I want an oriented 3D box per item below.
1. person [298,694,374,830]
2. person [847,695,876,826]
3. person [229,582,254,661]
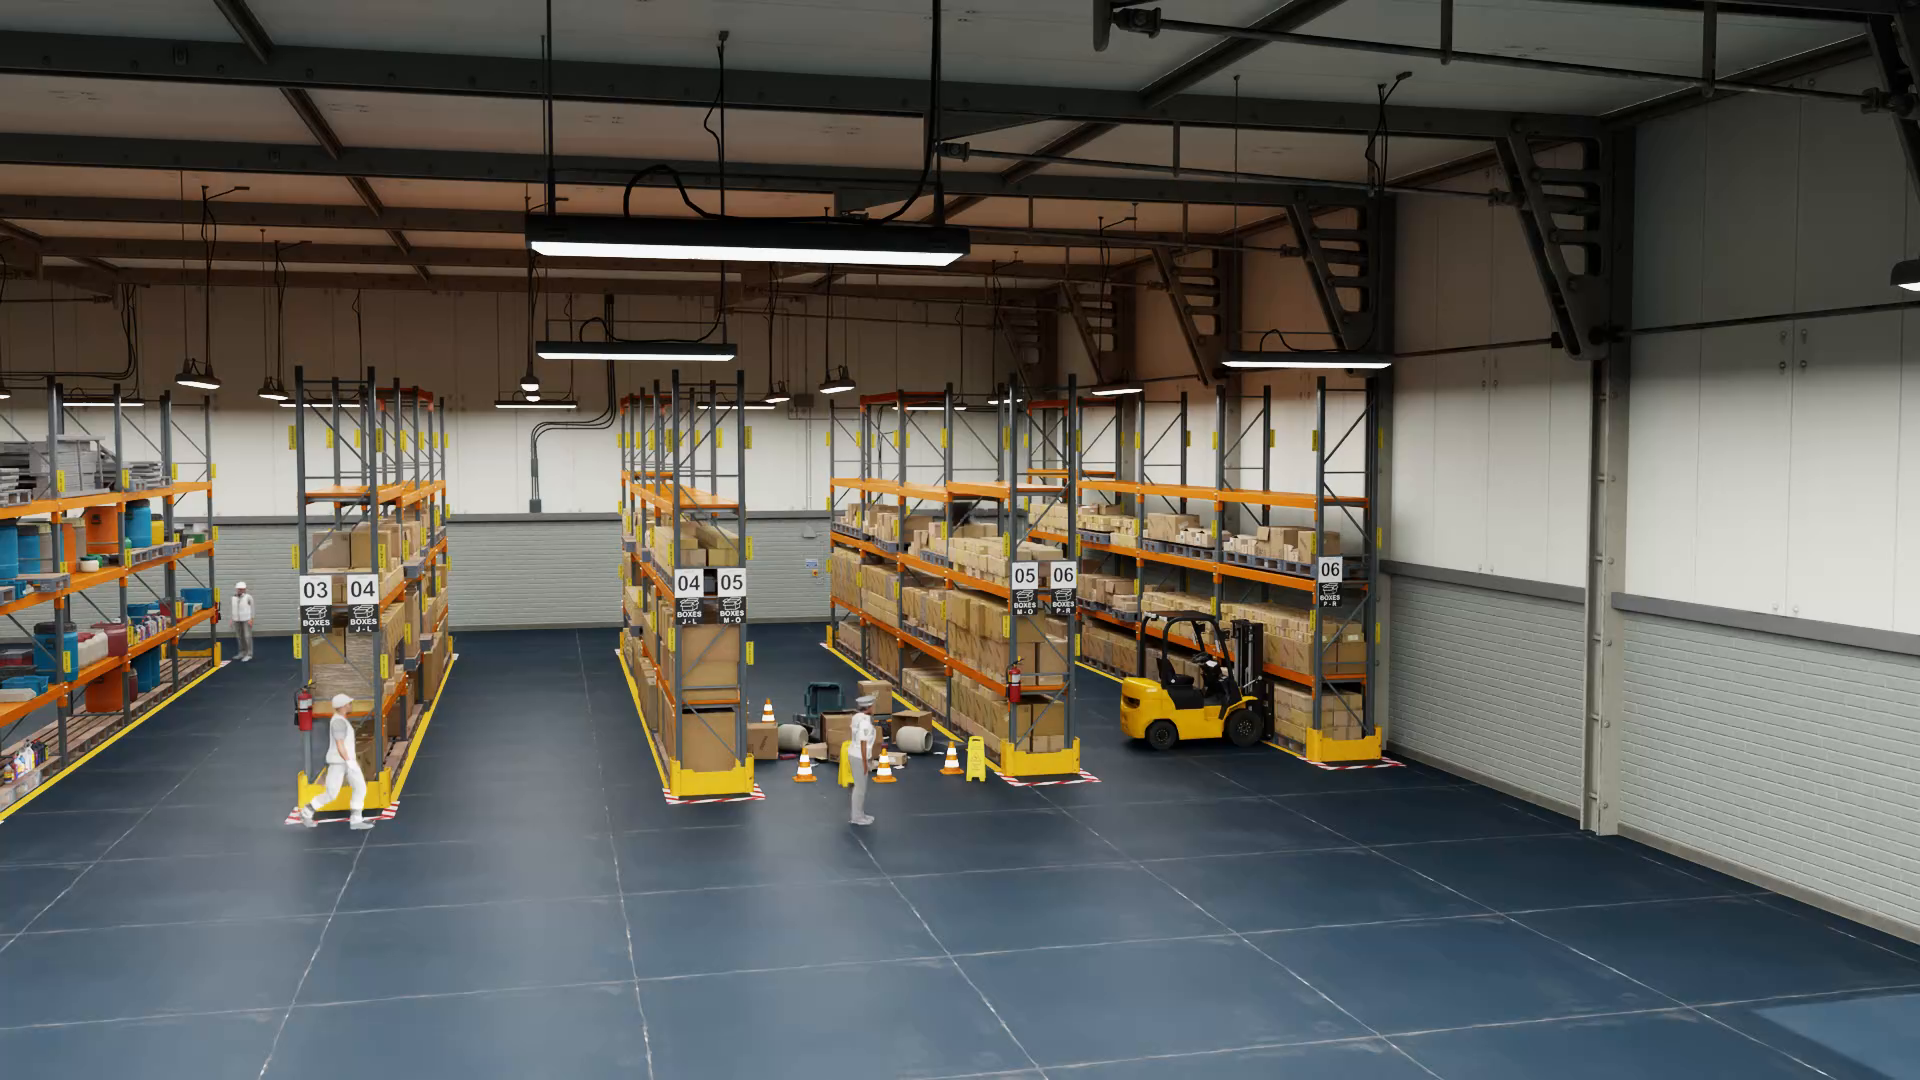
[{"bbox_3d":[-7.994,2.845,21.311,0.915,1.748,0.491,0,3,6],"label":"person"},{"bbox_3d":[-1.282,2.872,21.739,0.371,1.684,0.472,-1,4,-14],"label":"person"},{"bbox_3d":[-16.436,1.846,38.002,0.567,1.790,0.460,0,3,2],"label":"person"}]
